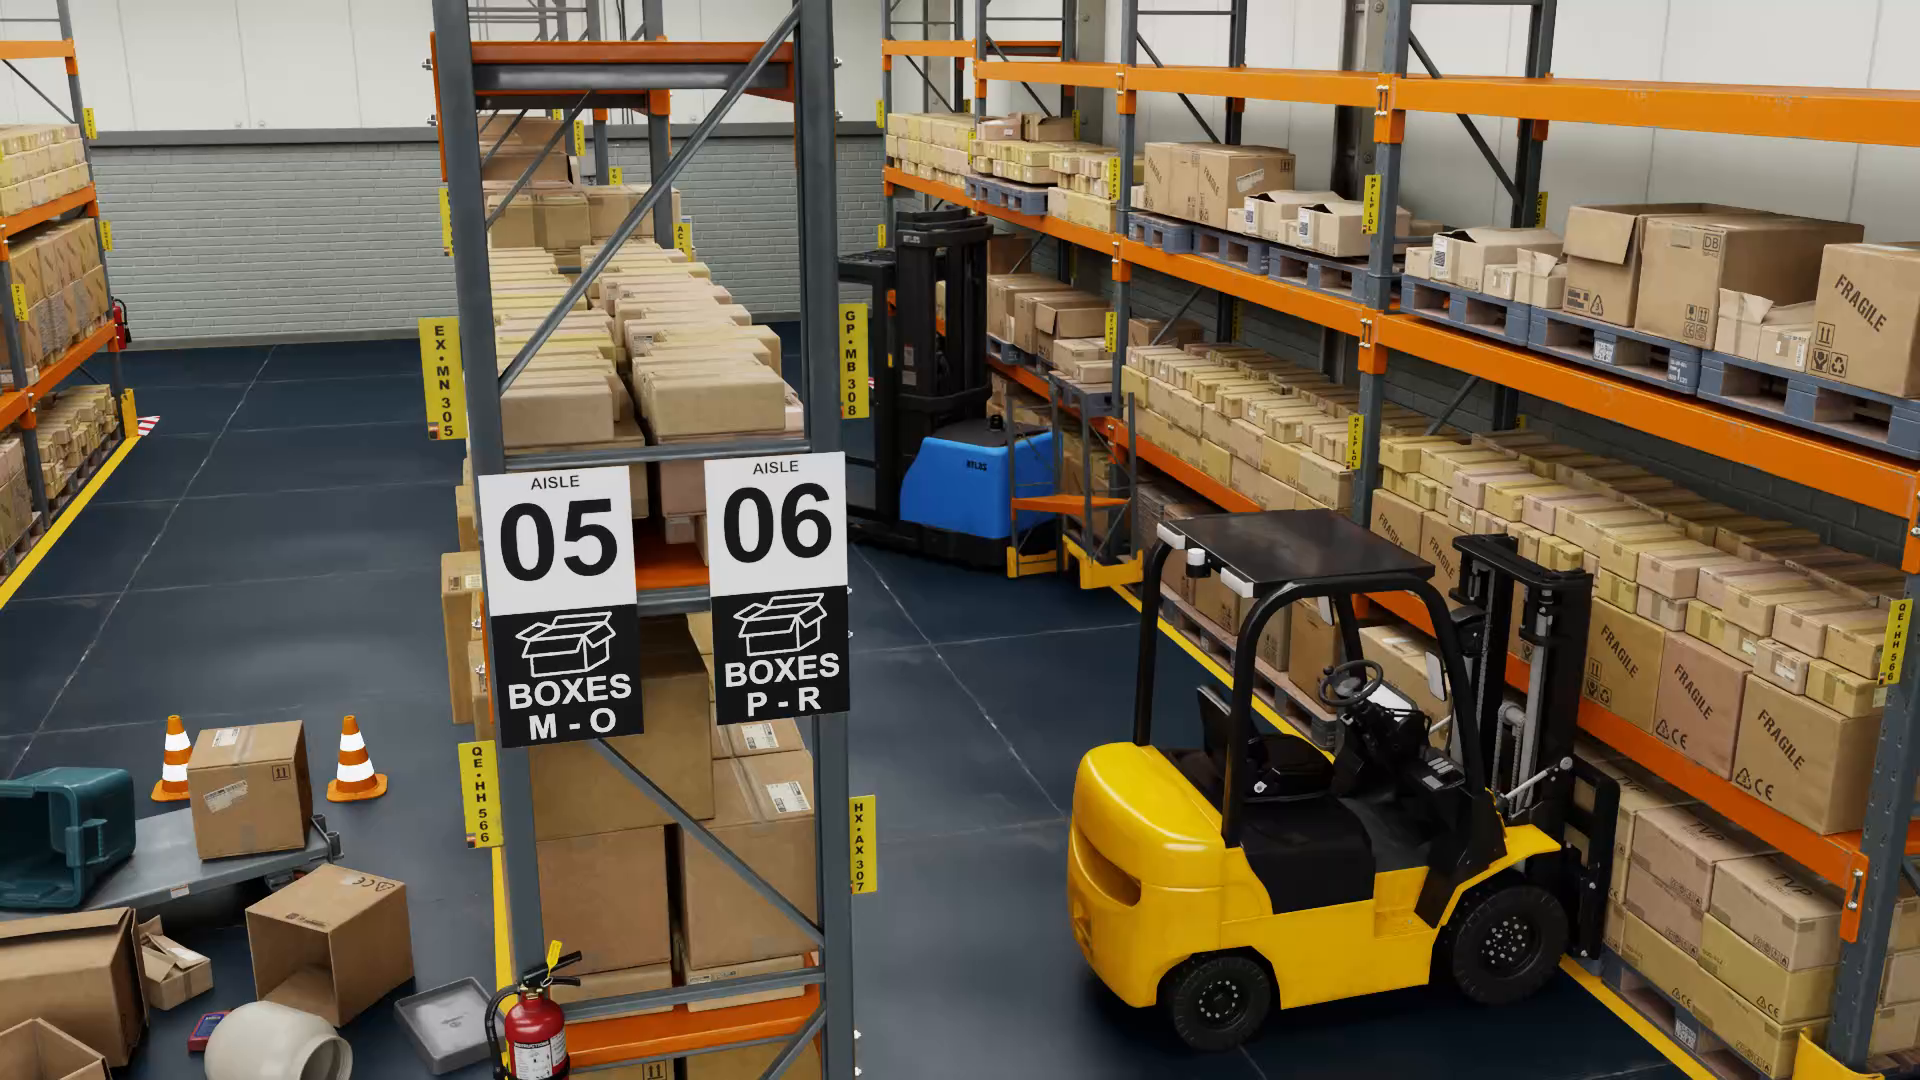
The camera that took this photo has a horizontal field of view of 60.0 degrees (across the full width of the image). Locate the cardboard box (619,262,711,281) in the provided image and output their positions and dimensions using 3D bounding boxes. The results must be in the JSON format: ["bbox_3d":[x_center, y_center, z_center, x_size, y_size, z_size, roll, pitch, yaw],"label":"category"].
[{"bbox_3d":[-1.303,-1.132,7.343,0.380,0.149,0.250,-4,17,-14],"label":"cardboard box"}]

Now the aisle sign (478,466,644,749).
[{"bbox_3d":[-1.091,0.191,4.584,0.394,0.787,0.004,-5,17,-15],"label":"aisle sign"}]

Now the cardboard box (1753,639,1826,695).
[{"bbox_3d":[3.479,0.502,6.766,0.380,0.149,0.250,-4,17,-14],"label":"cardboard box"}]

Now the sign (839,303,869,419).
[{"bbox_3d":[-0.307,-0.502,4.677,0.100,0.325,0.005,-5,17,-15],"label":"sign"}]

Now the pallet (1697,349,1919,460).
[{"bbox_3d":[3.773,-0.589,6.640,1.003,0.211,1.213,-5,17,-15],"label":"pallet"}]

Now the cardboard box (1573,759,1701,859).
[{"bbox_3d":[3.222,1.257,7.865,0.500,0.250,0.500,-4,17,-15],"label":"cardboard box"}]

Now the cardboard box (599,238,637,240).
[{"bbox_3d":[-1.844,-1.610,9.414,0.500,0.250,0.500,-5,17,-16],"label":"cardboard box"}]

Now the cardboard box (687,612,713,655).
[{"bbox_3d":[-1.127,0.629,6.954,0.500,0.500,0.500,-5,17,-16],"label":"cardboard box"}]

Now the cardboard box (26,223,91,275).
[{"bbox_3d":[-9.454,-3.033,17.405,0.500,0.500,0.500,-5,18,-17],"label":"cardboard box"}]

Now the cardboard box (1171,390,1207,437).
[{"bbox_3d":[1.894,-0.951,12.296,0.500,0.250,0.500,-5,17,-17],"label":"cardboard box"}]

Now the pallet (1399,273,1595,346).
[{"bbox_3d":[3.102,-1.264,8.887,1.003,0.211,1.213,-5,17,-15],"label":"pallet"}]

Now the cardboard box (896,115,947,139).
[{"bbox_3d":[-0.453,-4.885,19.662,0.500,0.250,0.500,-5,17,-16],"label":"cardboard box"}]

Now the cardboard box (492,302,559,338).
[{"bbox_3d":[-1.660,-0.794,6.218,0.380,0.149,0.250,-4,17,-14],"label":"cardboard box"}]

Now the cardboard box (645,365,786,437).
[{"bbox_3d":[-0.731,-0.417,4.962,0.380,0.149,0.250,-5,17,-16],"label":"cardboard box"}]

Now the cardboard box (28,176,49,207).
[{"bbox_3d":[-9.003,-3.301,15.775,0.500,0.250,0.500,-4,17,-13],"label":"cardboard box"}]

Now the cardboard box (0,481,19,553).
[{"bbox_3d":[-8.272,-0.181,13.957,0.500,0.500,0.500,-5,17,-17],"label":"cardboard box"}]

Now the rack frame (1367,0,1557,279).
[{"bbox_3d":[2.843,-2.977,9.221,1.000,3.000,0.127,-5,17,-15],"label":"rack frame"}]

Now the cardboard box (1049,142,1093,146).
[{"bbox_3d":[1.071,-3.740,15.991,0.380,0.149,0.250,-4,17,-14],"label":"cardboard box"}]

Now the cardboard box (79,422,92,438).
[{"bbox_3d":[-9.187,-1.107,17.132,0.380,0.149,0.250,-4,17,-12],"label":"cardboard box"}]

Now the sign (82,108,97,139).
[{"bbox_3d":[-9.419,-4.510,17.997,0.100,0.325,0.005,-5,17,-15],"label":"sign"}]

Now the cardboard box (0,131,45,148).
[{"bbox_3d":[-9.182,-3.910,16.238,0.380,0.149,0.250,-5,17,-17],"label":"cardboard box"}]

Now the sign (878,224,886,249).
[{"bbox_3d":[-0.976,-3.795,20.867,0.100,0.325,0.005,-5,17,-15],"label":"sign"}]

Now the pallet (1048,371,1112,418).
[{"bbox_3d":[1.490,-1.301,14.401,1.213,0.211,1.003,-5,17,-15],"label":"pallet"}]

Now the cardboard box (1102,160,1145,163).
[{"bbox_3d":[1.394,-3.061,13.766,0.380,0.149,0.250,-5,18,-17],"label":"cardboard box"}]

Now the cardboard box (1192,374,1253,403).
[{"bbox_3d":[1.913,-1.101,12.103,0.380,0.149,0.250,-4,17,-14],"label":"cardboard box"}]

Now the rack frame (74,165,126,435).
[{"bbox_3d":[-9.958,-2.611,18.429,1.000,3.000,0.127,-5,17,-15],"label":"rack frame"}]

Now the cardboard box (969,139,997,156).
[{"bbox_3d":[0.305,-3.907,16.548,0.380,0.149,0.250,-4,17,-14],"label":"cardboard box"}]

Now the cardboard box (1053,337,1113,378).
[{"bbox_3d":[1.143,-1.606,14.615,0.500,0.250,0.500,-6,18,-18],"label":"cardboard box"}]

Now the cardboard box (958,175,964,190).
[{"bbox_3d":[0.198,-3.777,17.535,0.380,0.149,0.250,-5,17,-15],"label":"cardboard box"}]

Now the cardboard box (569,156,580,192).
[{"bbox_3d":[-3.683,-3.291,14.906,0.500,0.311,0.500,-5,17,-15],"label":"cardboard box"}]

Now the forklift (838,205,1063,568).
[{"bbox_3d":[-0.573,-1.485,14.799,3.031,2.935,1.130,12,21,36],"label":"forklift"}]

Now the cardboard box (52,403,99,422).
[{"bbox_3d":[-9.224,-1.323,17.333,0.380,0.149,0.250,-4,17,-13],"label":"cardboard box"}]

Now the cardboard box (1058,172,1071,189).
[{"bbox_3d":[1.087,-3.203,14.755,0.380,0.149,0.250,-4,17,-14],"label":"cardboard box"}]

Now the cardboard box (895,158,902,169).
[{"bbox_3d":[-0.591,-4.633,20.384,0.380,0.149,0.250,-4,17,-14],"label":"cardboard box"}]

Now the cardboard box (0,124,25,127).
[{"bbox_3d":[-10.088,-4.298,17.531,0.380,0.149,0.250,-5,17,-16],"label":"cardboard box"}]

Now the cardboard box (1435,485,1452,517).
[{"bbox_3d":[2.849,-0.212,9.143,0.380,0.149,0.250,-5,17,-15],"label":"cardboard box"}]

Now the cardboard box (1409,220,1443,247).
[{"bbox_3d":[2.799,-1.920,10.447,0.380,0.149,0.250,-5,17,-15],"label":"cardboard box"}]

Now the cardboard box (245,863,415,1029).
[{"bbox_3d":[-2.942,1.889,7.789,0.500,0.500,0.500,7,18,23],"label":"cardboard box"}]

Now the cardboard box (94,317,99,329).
[{"bbox_3d":[-9.564,-2.351,18.000,0.380,0.149,0.250,-5,17,-15],"label":"cardboard box"}]

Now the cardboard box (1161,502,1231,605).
[{"bbox_3d":[2.089,0.079,12.871,0.875,0.625,0.625,-4,17,-13],"label":"cardboard box"}]

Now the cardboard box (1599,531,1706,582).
[{"bbox_3d":[3.194,0.074,7.674,0.380,0.149,0.250,-4,17,-14],"label":"cardboard box"}]

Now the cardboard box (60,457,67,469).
[{"bbox_3d":[-9.066,-0.742,16.434,0.380,0.149,0.250,-5,18,-18],"label":"cardboard box"}]

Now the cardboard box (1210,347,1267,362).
[{"bbox_3d":[2.207,-1.431,13.202,0.380,0.149,0.250,-4,17,-14],"label":"cardboard box"}]

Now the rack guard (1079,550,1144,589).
[{"bbox_3d":[1.193,0.228,13.067,0.587,0.250,0.087,-6,7,-33],"label":"rack guard"}]

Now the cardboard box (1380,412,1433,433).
[{"bbox_3d":[2.862,-0.724,10.848,0.380,0.149,0.250,-5,17,-15],"label":"cardboard box"}]

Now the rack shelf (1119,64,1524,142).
[{"bbox_3d":[2.294,-2.994,11.224,1.077,0.370,4.000,-5,17,-15],"label":"rack shelf"}]

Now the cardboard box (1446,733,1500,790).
[{"bbox_3d":[2.947,1.210,8.892,0.500,0.250,0.500,-5,17,-16],"label":"cardboard box"}]

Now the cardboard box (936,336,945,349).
[{"bbox_3d":[-0.378,-2.252,20.845,0.797,0.503,0.637,-5,18,-17],"label":"cardboard box"}]

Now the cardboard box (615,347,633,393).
[{"bbox_3d":[-1.006,-0.553,6.107,0.500,0.250,0.500,-4,17,-14],"label":"cardboard box"}]

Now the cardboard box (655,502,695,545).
[{"bbox_3d":[-0.766,-0.103,5.305,0.380,0.149,0.250,-5,18,-17],"label":"cardboard box"}]

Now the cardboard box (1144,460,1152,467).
[{"bbox_3d":[1.782,-0.490,14.986,0.500,0.500,0.500,-5,17,-15],"label":"cardboard box"}]

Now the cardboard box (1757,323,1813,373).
[{"bbox_3d":[3.423,-0.768,6.614,0.380,0.149,0.250,-5,17,-17],"label":"cardboard box"}]

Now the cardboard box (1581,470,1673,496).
[{"bbox_3d":[3.517,-0.258,8.779,0.380,0.149,0.250,-5,17,-16],"label":"cardboard box"}]

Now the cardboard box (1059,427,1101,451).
[{"bbox_3d":[1.132,-0.937,15.344,0.380,0.149,0.250,-5,17,-16],"label":"cardboard box"}]

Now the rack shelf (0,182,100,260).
[{"bbox_3d":[-9.408,-3.149,16.259,1.077,0.370,4.000,-5,17,-15],"label":"rack shelf"}]

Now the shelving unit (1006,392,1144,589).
[{"bbox_3d":[0.897,-0.427,13.416,0.587,1.500,1.083,-6,7,-33],"label":"shelving unit"}]
